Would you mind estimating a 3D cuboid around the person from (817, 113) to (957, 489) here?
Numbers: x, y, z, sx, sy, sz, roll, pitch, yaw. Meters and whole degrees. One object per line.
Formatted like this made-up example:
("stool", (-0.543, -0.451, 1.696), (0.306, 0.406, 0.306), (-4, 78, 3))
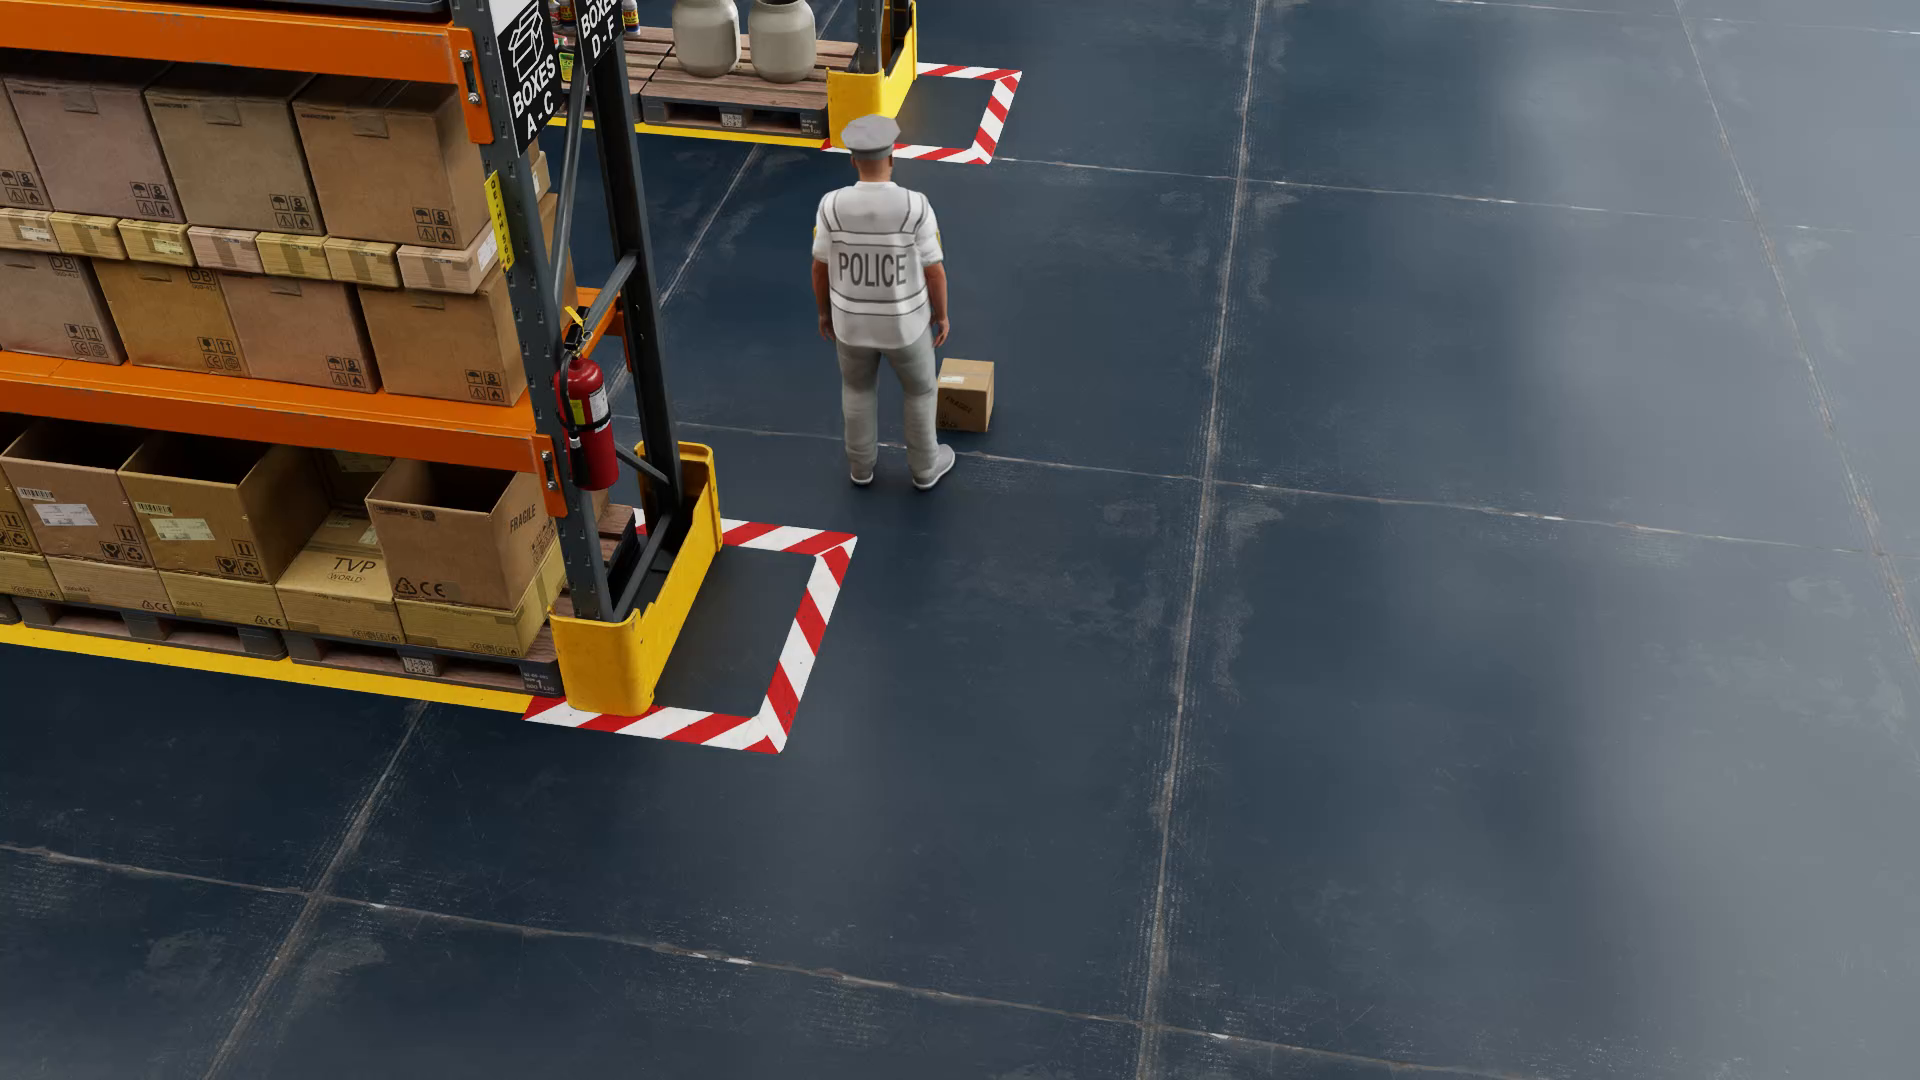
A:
("person", (-0.324, -0.983, 7.310), (0.586, 1.748, 0.440), (7, 41, 8))
